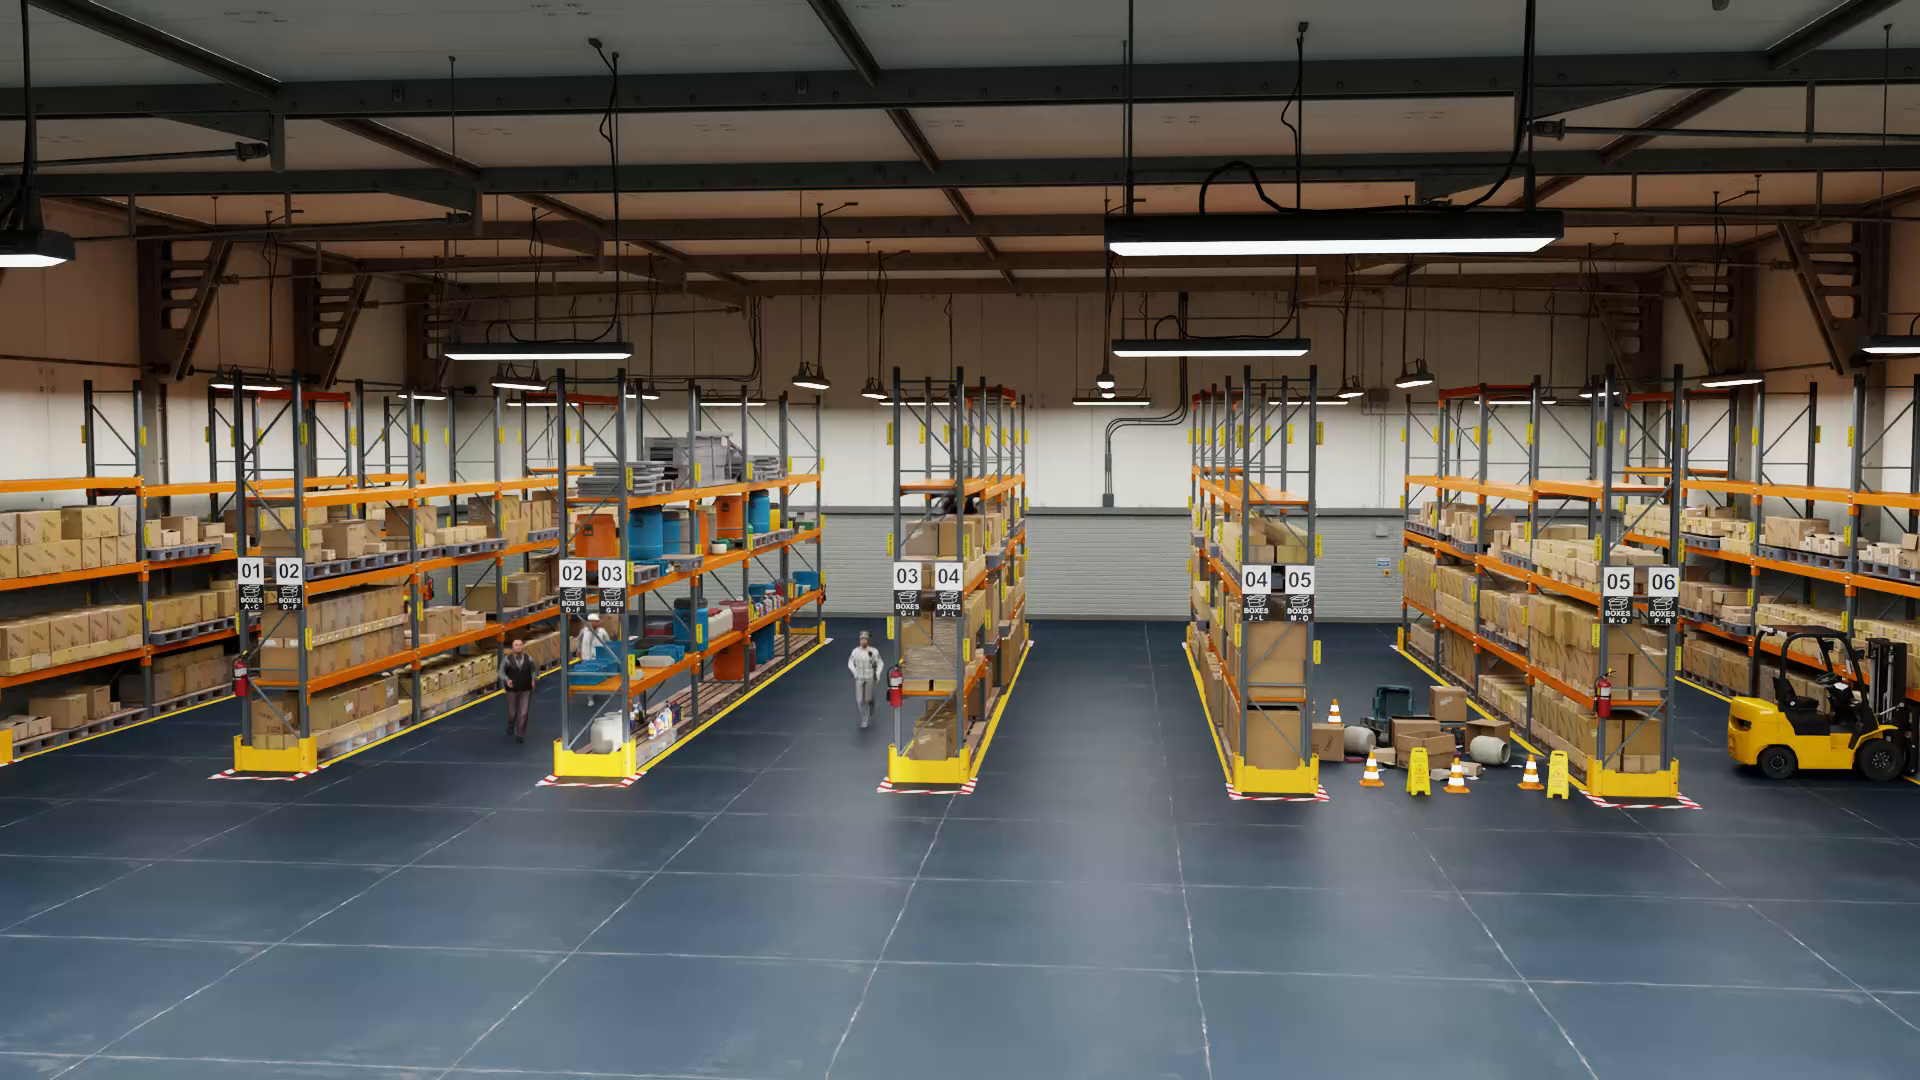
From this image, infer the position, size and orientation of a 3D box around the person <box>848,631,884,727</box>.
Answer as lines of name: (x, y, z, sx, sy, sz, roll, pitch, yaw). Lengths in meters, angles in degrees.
person: (-1.645, 2.397, 28.802, 0.616, 1.660, 0.548, 0, 4, 6)

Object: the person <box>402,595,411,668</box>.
person: (-11.490, 1.989, 34.444, 0.682, 1.716, 0.699, 0, 4, -4)

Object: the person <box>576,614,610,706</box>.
person: (-6.857, 2.229, 31.124, 0.690, 1.730, 0.694, 0, 4, 6)

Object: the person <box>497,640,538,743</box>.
person: (-7.231, 2.469, 27.236, 0.654, 1.681, 0.654, -2, 4, -23)
